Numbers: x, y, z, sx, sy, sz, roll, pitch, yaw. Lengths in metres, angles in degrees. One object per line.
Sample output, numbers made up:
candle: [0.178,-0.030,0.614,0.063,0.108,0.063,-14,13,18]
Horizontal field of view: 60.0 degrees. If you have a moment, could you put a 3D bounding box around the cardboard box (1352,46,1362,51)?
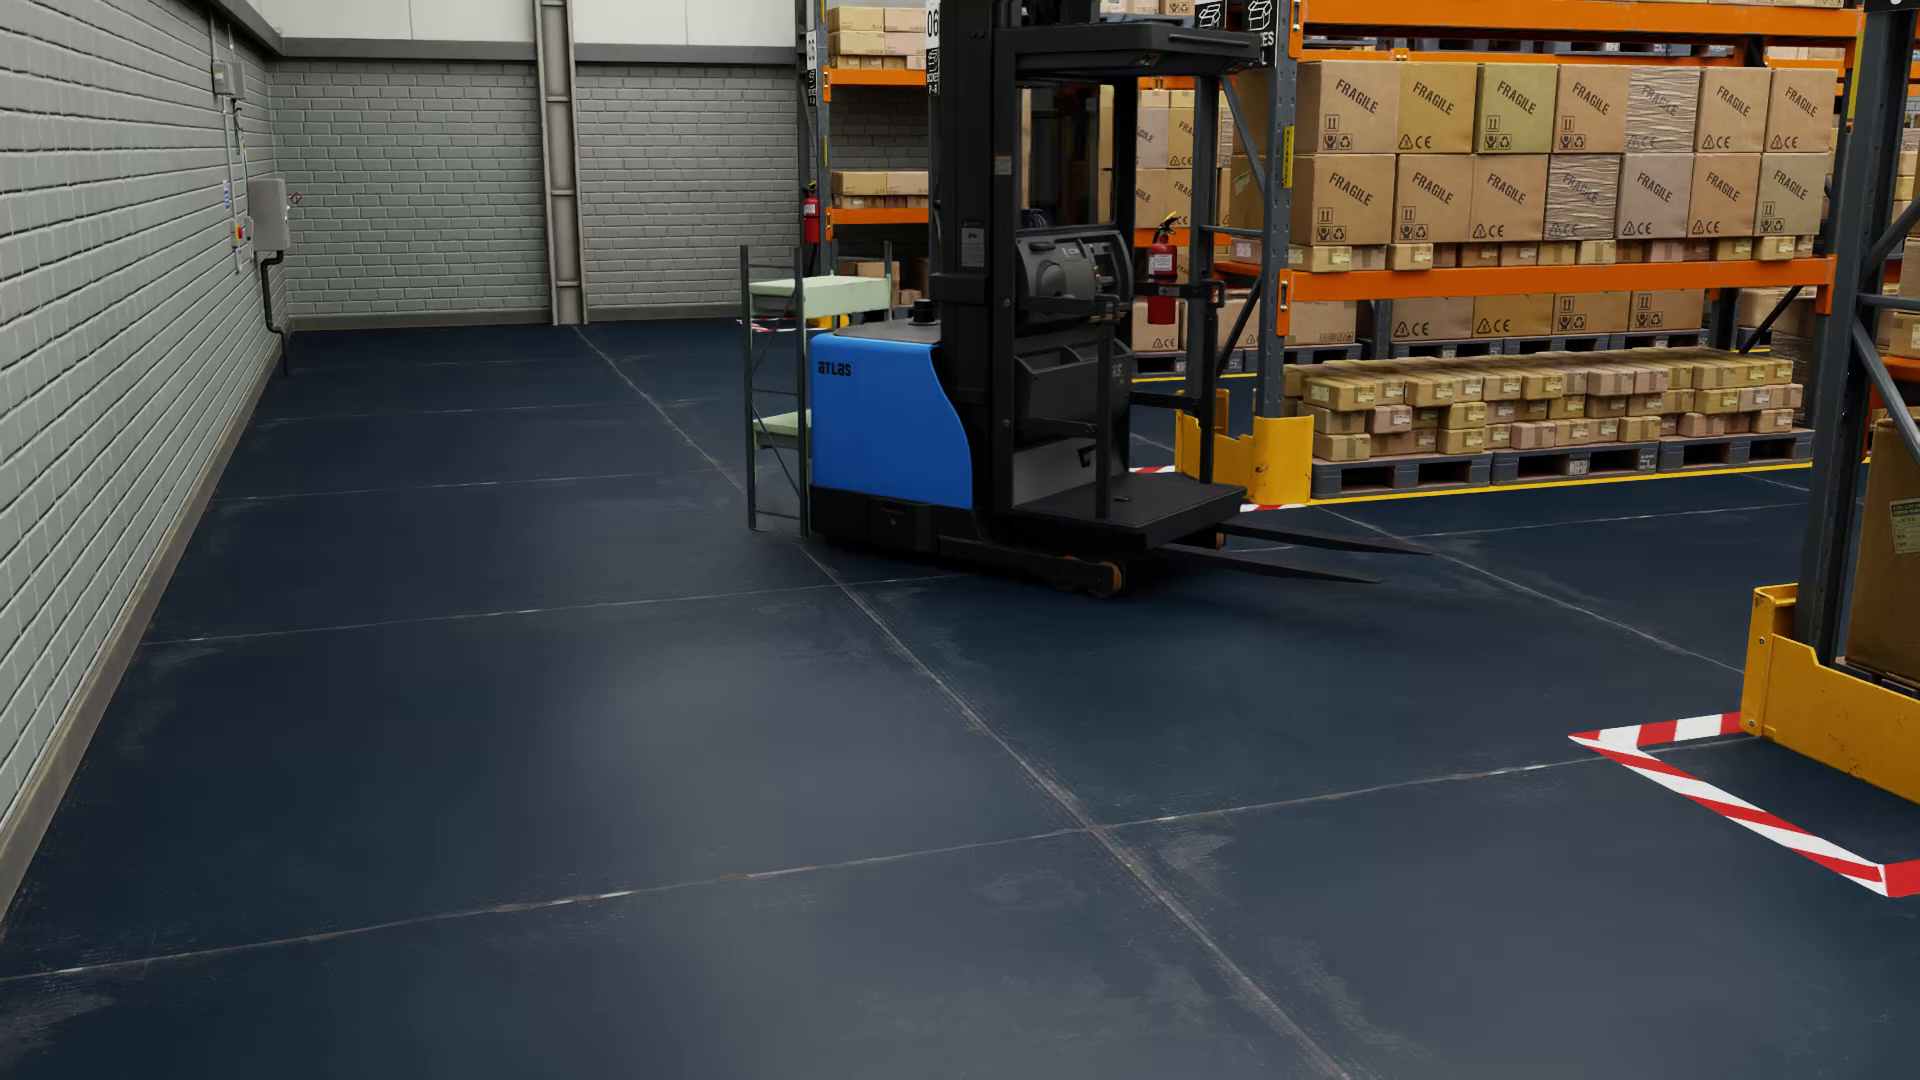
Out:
cardboard box: [4.692,-5.979,20.279,0.250,0.149,0.380,-4,14,-18]

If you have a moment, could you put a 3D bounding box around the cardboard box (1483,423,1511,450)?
cardboard box: [3.155,-0.663,10.199,0.250,0.149,0.380,-4,14,-18]

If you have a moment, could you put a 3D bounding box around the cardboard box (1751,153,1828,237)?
cardboard box: [5.036,-2.176,10.450,0.500,0.500,0.500,-4,14,-18]

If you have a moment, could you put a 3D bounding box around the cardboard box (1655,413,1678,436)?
cardboard box: [4.350,-0.767,10.637,0.250,0.149,0.380,-5,14,-19]

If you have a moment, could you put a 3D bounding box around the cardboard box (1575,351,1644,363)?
cardboard box: [4.268,-1.146,10.946,0.250,0.149,0.380,-5,14,-20]

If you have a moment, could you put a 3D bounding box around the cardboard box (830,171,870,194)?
cardboard box: [-1.297,-4.116,19.144,0.500,0.250,0.500,-4,14,-16]

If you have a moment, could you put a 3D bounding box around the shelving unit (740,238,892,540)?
shelving unit: [-0.747,-0.829,8.887,0.431,1.500,0.755,9,16,34]

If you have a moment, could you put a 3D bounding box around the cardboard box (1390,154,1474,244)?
cardboard box: [2.626,-1.996,9.693,0.500,0.500,0.500,-4,14,-18]

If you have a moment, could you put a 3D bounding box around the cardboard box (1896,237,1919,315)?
cardboard box: [3.474,-0.855,5.438,0.500,0.250,0.500,-5,14,-19]

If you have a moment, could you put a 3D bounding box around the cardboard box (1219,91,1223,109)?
cardboard box: [2.079,-3.815,14.419,0.250,0.149,0.380,-4,14,-18]

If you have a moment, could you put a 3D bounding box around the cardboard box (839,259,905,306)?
cardboard box: [-1.038,-2.966,19.116,0.637,0.503,0.797,-5,14,-20]

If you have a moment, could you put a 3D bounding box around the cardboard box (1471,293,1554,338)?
cardboard box: [5.145,-2.461,16.190,0.875,0.875,0.875,-4,14,-16]

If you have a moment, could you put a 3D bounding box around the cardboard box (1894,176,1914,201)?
cardboard box: [5.924,-2.235,10.550,0.250,0.149,0.380,-4,14,-17]

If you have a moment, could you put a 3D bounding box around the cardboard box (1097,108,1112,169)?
cardboard box: [0.972,-3.411,14.124,0.500,0.500,0.500,-5,14,-20]

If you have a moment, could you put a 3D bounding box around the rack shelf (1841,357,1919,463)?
rack shelf: [4.995,-0.487,5.764,4.000,0.370,1.077,-4,14,-18]

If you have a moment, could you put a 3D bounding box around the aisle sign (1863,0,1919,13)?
aisle sign: [2.935,-2.015,5.014,0.004,0.787,0.394,-4,14,-18]

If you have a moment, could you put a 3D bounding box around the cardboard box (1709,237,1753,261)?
cardboard box: [4.726,-1.836,10.423,0.250,0.149,0.380,-4,14,-16]

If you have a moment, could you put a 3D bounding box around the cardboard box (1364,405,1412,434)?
cardboard box: [2.469,-0.737,9.871,0.250,0.149,0.380,-5,14,-18]

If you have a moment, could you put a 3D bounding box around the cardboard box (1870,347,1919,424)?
cardboard box: [6.189,-1.065,11.132,0.500,0.500,0.500,-4,14,-16]

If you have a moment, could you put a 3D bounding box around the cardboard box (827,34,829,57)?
cardboard box: [-1.313,-5.575,18.798,0.500,0.250,0.500,-5,14,-19]

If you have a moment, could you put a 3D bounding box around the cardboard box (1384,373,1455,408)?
cardboard box: [2.720,-0.893,9.883,0.250,0.149,0.380,-4,14,-18]

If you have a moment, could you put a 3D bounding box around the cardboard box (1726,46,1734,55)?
cardboard box: [7.752,-4.860,16.654,0.250,0.149,0.380,-4,14,-18]

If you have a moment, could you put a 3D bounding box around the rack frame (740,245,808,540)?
rack frame: [-0.960,-0.760,8.597,0.400,1.500,0.023,9,16,34]

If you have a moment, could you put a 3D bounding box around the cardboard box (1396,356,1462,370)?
cardboard box: [2.998,-1.077,10.655,0.250,0.149,0.380,-4,14,-16]

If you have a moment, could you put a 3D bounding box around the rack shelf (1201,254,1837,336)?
rack shelf: [3.509,-1.583,10.369,4.000,0.370,1.077,-4,14,-18]

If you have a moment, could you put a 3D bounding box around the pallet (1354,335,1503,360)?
pallet: [4.437,-1.875,16.071,1.213,0.211,1.003,-4,14,-18]

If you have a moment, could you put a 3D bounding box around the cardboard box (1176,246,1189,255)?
cardboard box: [2.568,-3.519,20.046,0.250,0.149,0.380,-4,14,-15]

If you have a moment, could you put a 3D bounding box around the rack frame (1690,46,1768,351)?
rack frame: [7.521,-3.454,16.680,0.127,3.000,1.000,-4,14,-18]

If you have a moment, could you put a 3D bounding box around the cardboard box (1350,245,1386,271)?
cardboard box: [2.253,-1.643,9.610,0.250,0.149,0.380,-4,14,-16]

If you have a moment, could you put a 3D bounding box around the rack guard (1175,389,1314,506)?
rack guard: [1.685,-0.575,9.978,0.348,0.500,1.175,-4,14,-18]

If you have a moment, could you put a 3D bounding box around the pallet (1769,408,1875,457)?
pallet: [6.142,-0.781,11.472,1.213,0.211,1.003,-4,14,-18]

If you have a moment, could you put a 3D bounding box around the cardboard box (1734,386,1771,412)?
cardboard box: [4.954,-0.927,10.667,0.250,0.149,0.380,-5,14,-21]

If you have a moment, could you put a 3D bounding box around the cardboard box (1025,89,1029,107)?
cardboard box: [0.589,-3.714,13.998,0.250,0.149,0.380,-4,14,-17]

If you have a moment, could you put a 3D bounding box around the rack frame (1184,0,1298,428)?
rack frame: [1.613,-1.785,9.665,0.127,3.000,1.000,-4,14,-18]

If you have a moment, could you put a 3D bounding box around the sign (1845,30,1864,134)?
sign: [2.939,-1.488,5.404,0.005,0.325,0.100,-4,14,-18]

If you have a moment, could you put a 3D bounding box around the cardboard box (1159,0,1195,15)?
cardboard box: [1.897,-4.740,14.266,0.500,0.500,0.500,-4,14,-17]

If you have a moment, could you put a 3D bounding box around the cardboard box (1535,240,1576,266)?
cardboard box: [3.487,-1.741,10.024,0.250,0.149,0.380,-4,14,-16]

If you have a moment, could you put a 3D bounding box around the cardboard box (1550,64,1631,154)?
cardboard box: [3.581,-2.550,9.863,0.500,0.500,0.500,-5,14,-20]

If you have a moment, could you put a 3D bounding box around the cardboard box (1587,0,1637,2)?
cardboard box: [3.597,-3.263,9.720,0.500,0.250,0.500,-5,14,-18]

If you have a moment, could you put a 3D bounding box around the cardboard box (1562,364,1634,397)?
cardboard box: [3.937,-0.991,10.296,0.250,0.149,0.380,-5,14,-20]

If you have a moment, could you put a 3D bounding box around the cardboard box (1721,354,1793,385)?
cardboard box: [5.150,-1.104,10.768,0.250,0.149,0.380,-4,14,-16]

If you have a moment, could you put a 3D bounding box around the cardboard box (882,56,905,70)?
cardboard box: [-0.783,-5.301,18.509,0.250,0.149,0.380,-4,14,-18]

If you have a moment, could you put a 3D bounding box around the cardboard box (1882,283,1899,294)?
cardboard box: [9.477,-2.530,17.568,0.625,0.372,0.950,-4,14,-16]

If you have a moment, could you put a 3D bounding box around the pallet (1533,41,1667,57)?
pallet: [5.868,-4.679,15.757,1.213,0.211,1.003,-4,14,-15]

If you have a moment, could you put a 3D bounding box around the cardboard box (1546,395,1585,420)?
cardboard box: [3.675,-0.857,10.375,0.250,0.149,0.380,-4,14,-15]

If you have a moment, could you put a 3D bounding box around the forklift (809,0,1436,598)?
forklift: [0.718,-1.302,7.781,3.031,2.935,1.130,10,16,35]

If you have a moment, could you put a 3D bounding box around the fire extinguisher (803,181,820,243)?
fire extinguisher: [-1.640,-3.620,18.354,0.183,0.674,0.296,-4,14,-18]

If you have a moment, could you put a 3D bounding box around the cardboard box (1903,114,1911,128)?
cardboard box: [9.756,-4.402,17.500,0.250,0.149,0.380,-4,14,-15]

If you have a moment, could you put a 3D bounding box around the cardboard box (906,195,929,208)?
cardboard box: [-0.526,-3.855,18.909,0.250,0.149,0.380,-4,14,-16]

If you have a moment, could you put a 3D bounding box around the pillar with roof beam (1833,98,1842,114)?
pillar with roof beam: [13.942,-7.253,19.689,0.400,9.000,9.100,-4,14,-18]

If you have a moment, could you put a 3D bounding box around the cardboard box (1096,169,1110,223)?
cardboard box: [0.956,-2.928,14.253,0.500,0.500,0.500,-5,14,-19]
